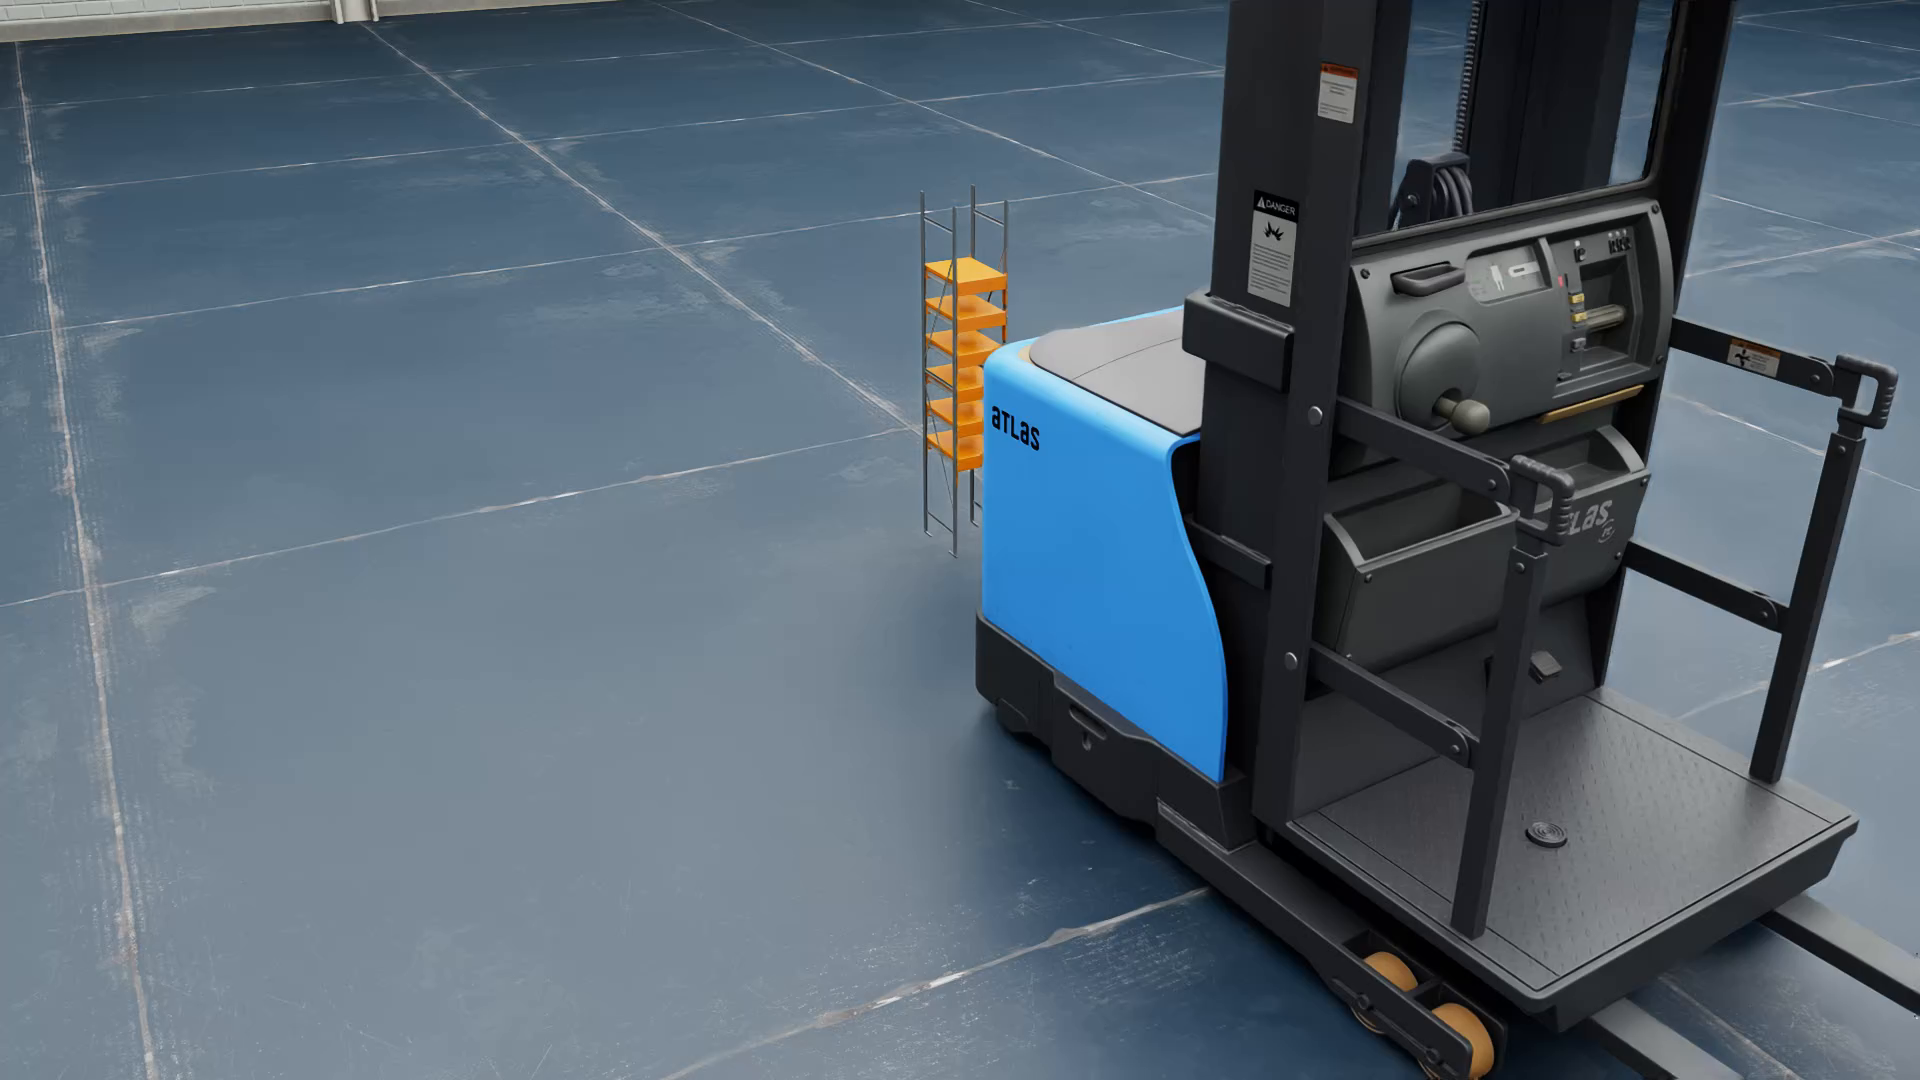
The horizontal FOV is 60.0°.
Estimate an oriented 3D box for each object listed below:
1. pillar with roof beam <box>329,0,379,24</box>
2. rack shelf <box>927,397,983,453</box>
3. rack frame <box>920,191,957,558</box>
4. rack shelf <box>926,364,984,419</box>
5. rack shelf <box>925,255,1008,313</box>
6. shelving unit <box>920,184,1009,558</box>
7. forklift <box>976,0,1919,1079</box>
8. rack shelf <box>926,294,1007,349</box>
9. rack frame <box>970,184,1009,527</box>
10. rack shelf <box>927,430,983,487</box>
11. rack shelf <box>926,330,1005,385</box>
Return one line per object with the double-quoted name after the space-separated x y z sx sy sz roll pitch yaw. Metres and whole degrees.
-3.966 -7.568 11.115 0.400 9.000 9.100 -13 29 -25 "pillar with roof beam"
0.013 -0.396 5.568 0.180 0.103 0.258 -13 29 -25 "rack shelf"
-0.068 -0.525 5.458 0.006 1.200 0.240 -13 29 -25 "rack frame"
0.013 -0.504 5.516 0.180 0.103 0.258 -13 29 -25 "rack shelf"
0.013 -0.828 5.360 0.180 0.103 0.258 -13 29 -25 "rack shelf"
0.013 -0.544 5.496 0.189 1.200 0.258 -13 29 -25 "shelving unit"
1.273 -0.434 3.267 1.130 2.935 3.031 -16 30 -30 "forklift"
0.013 -0.720 5.412 0.180 0.103 0.258 -13 29 -25 "rack shelf"
0.093 -0.562 5.535 0.006 1.200 0.240 -13 29 -25 "rack frame"
0.013 -0.287 5.620 0.180 0.103 0.258 -13 29 -25 "rack shelf"
0.013 -0.612 5.464 0.180 0.103 0.258 -13 29 -25 "rack shelf"
